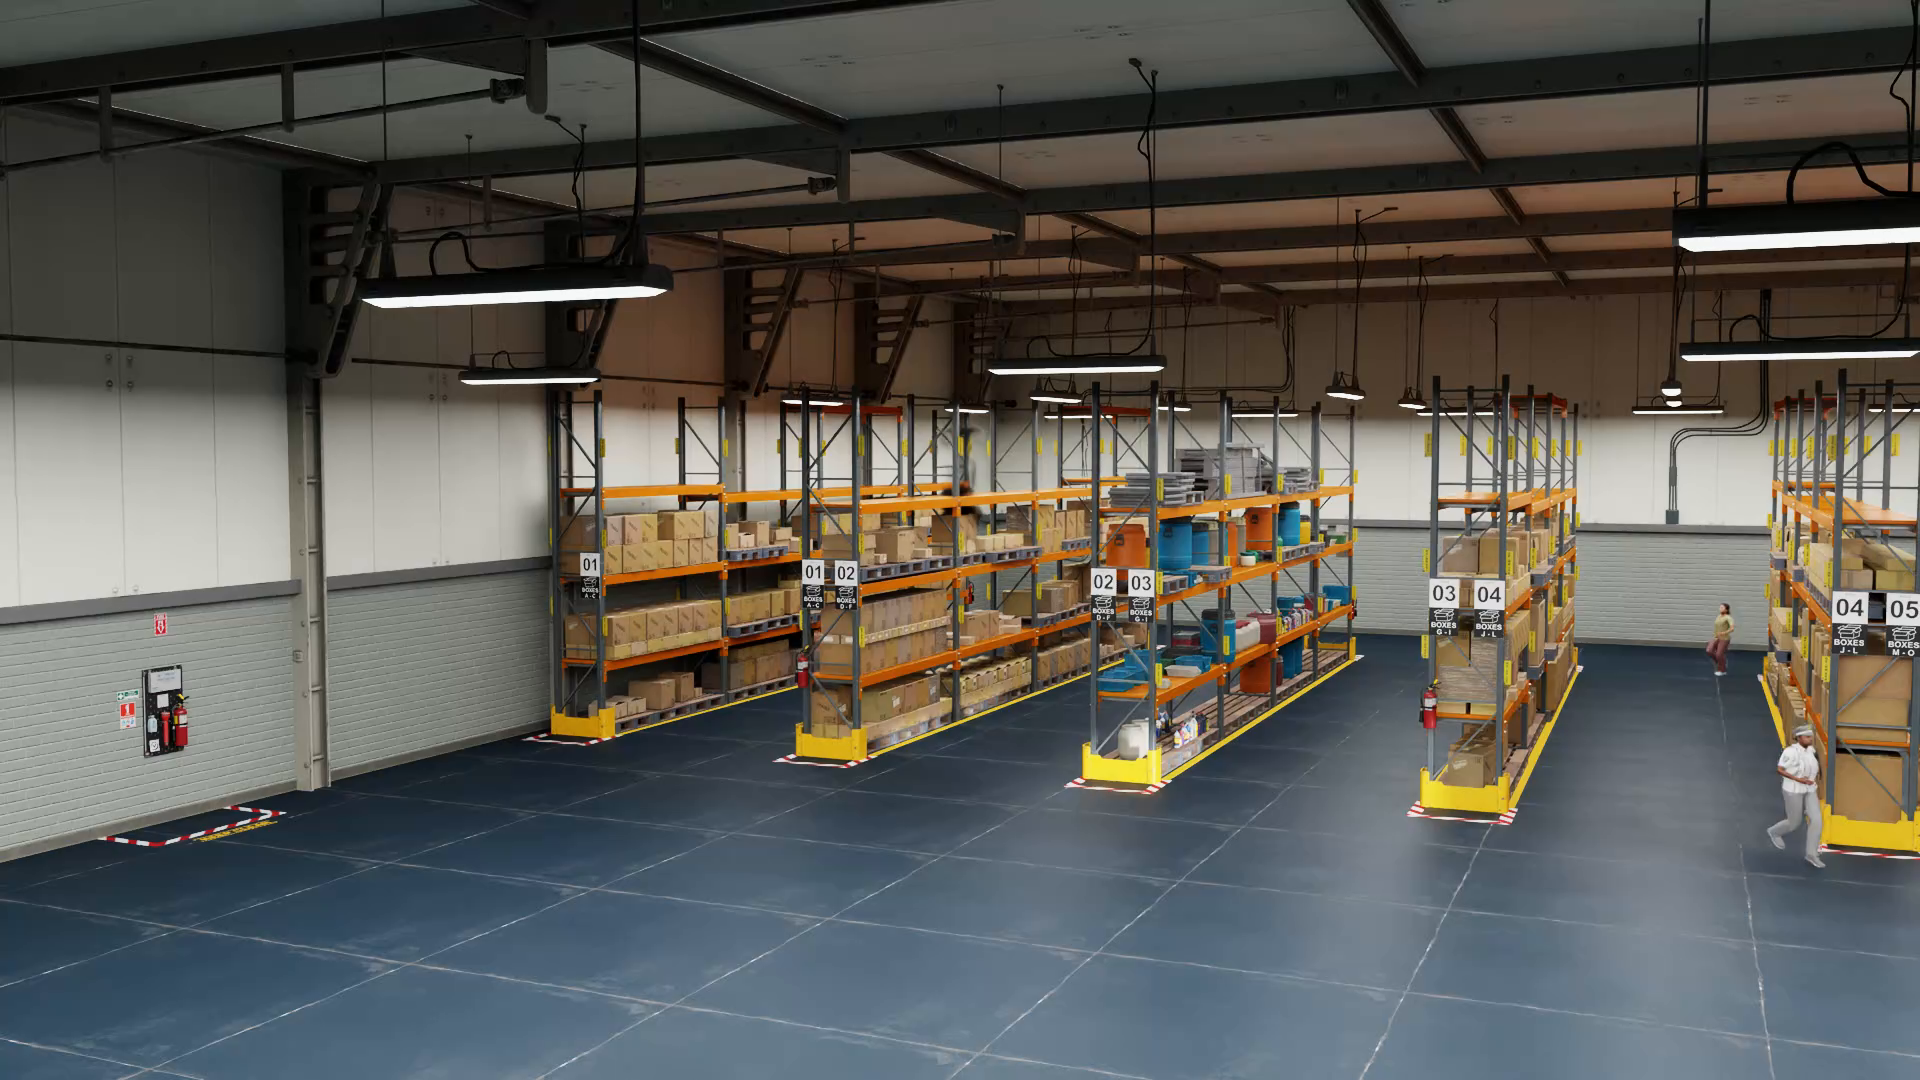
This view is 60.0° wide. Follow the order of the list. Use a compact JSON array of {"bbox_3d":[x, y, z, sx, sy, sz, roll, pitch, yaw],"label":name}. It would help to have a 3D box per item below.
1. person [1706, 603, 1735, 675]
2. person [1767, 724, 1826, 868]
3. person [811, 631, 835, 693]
[{"bbox_3d":[16.754,2.195,36.585,0.518,1.591,0.589,-1,3,-16],"label":"person"},{"bbox_3d":[10.173,3.064,20.182,0.619,1.706,0.836,-1,3,-15],"label":"person"},{"bbox_3d":[-2.534,2.495,29.664,0.690,1.731,0.714,1,3,21],"label":"person"}]
